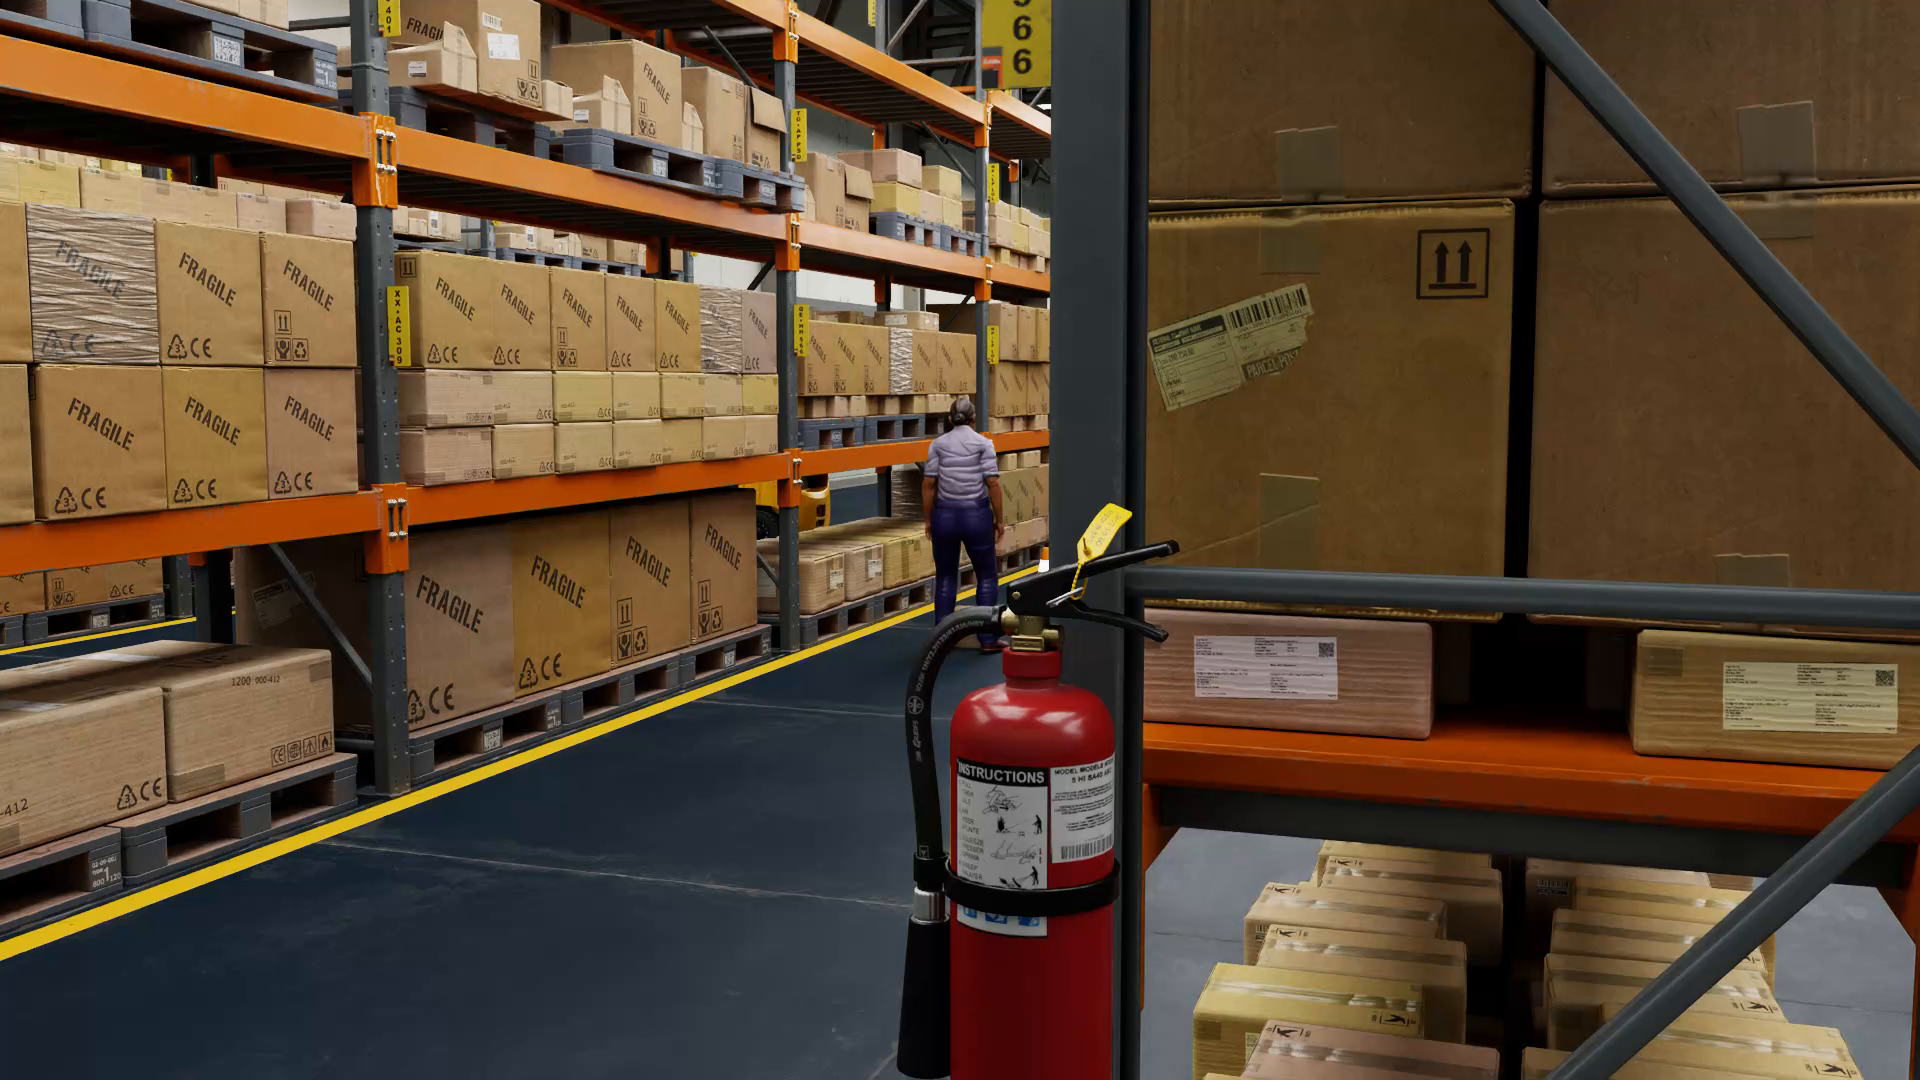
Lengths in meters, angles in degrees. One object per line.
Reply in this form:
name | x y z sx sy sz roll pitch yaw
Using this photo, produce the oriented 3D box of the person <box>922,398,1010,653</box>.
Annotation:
person | 0.035 -0.097 10.825 0.559 1.652 0.341 1 5 15
